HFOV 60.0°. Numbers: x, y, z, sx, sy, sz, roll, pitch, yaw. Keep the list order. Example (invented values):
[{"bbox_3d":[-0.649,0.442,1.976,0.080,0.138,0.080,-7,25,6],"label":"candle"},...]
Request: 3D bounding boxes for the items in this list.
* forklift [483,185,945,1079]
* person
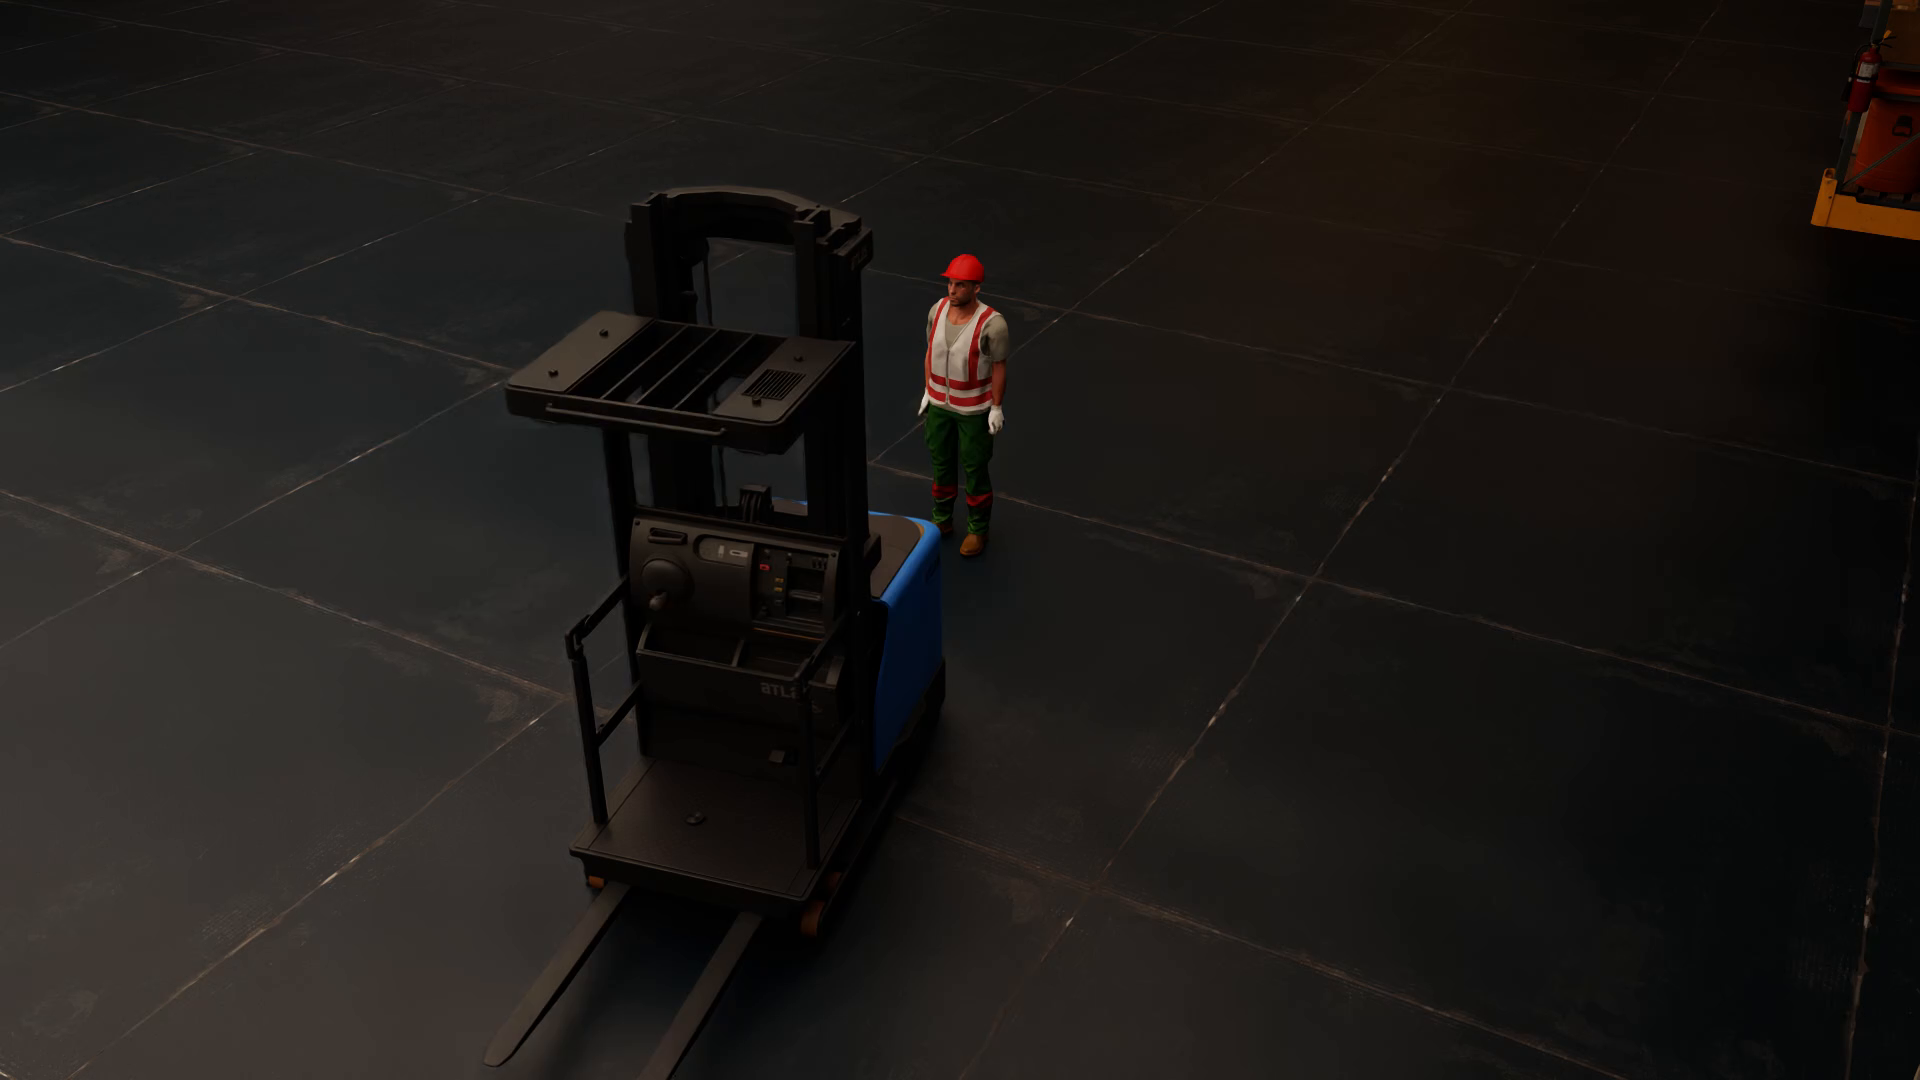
[{"bbox_3d":[-1.003,0.199,6.726,1.130,2.935,3.031,9,31,15],"label":"forklift"},{"bbox_3d":[0.004,-0.768,9.543,0.536,1.795,0.369,15,33,25],"label":"person"}]
